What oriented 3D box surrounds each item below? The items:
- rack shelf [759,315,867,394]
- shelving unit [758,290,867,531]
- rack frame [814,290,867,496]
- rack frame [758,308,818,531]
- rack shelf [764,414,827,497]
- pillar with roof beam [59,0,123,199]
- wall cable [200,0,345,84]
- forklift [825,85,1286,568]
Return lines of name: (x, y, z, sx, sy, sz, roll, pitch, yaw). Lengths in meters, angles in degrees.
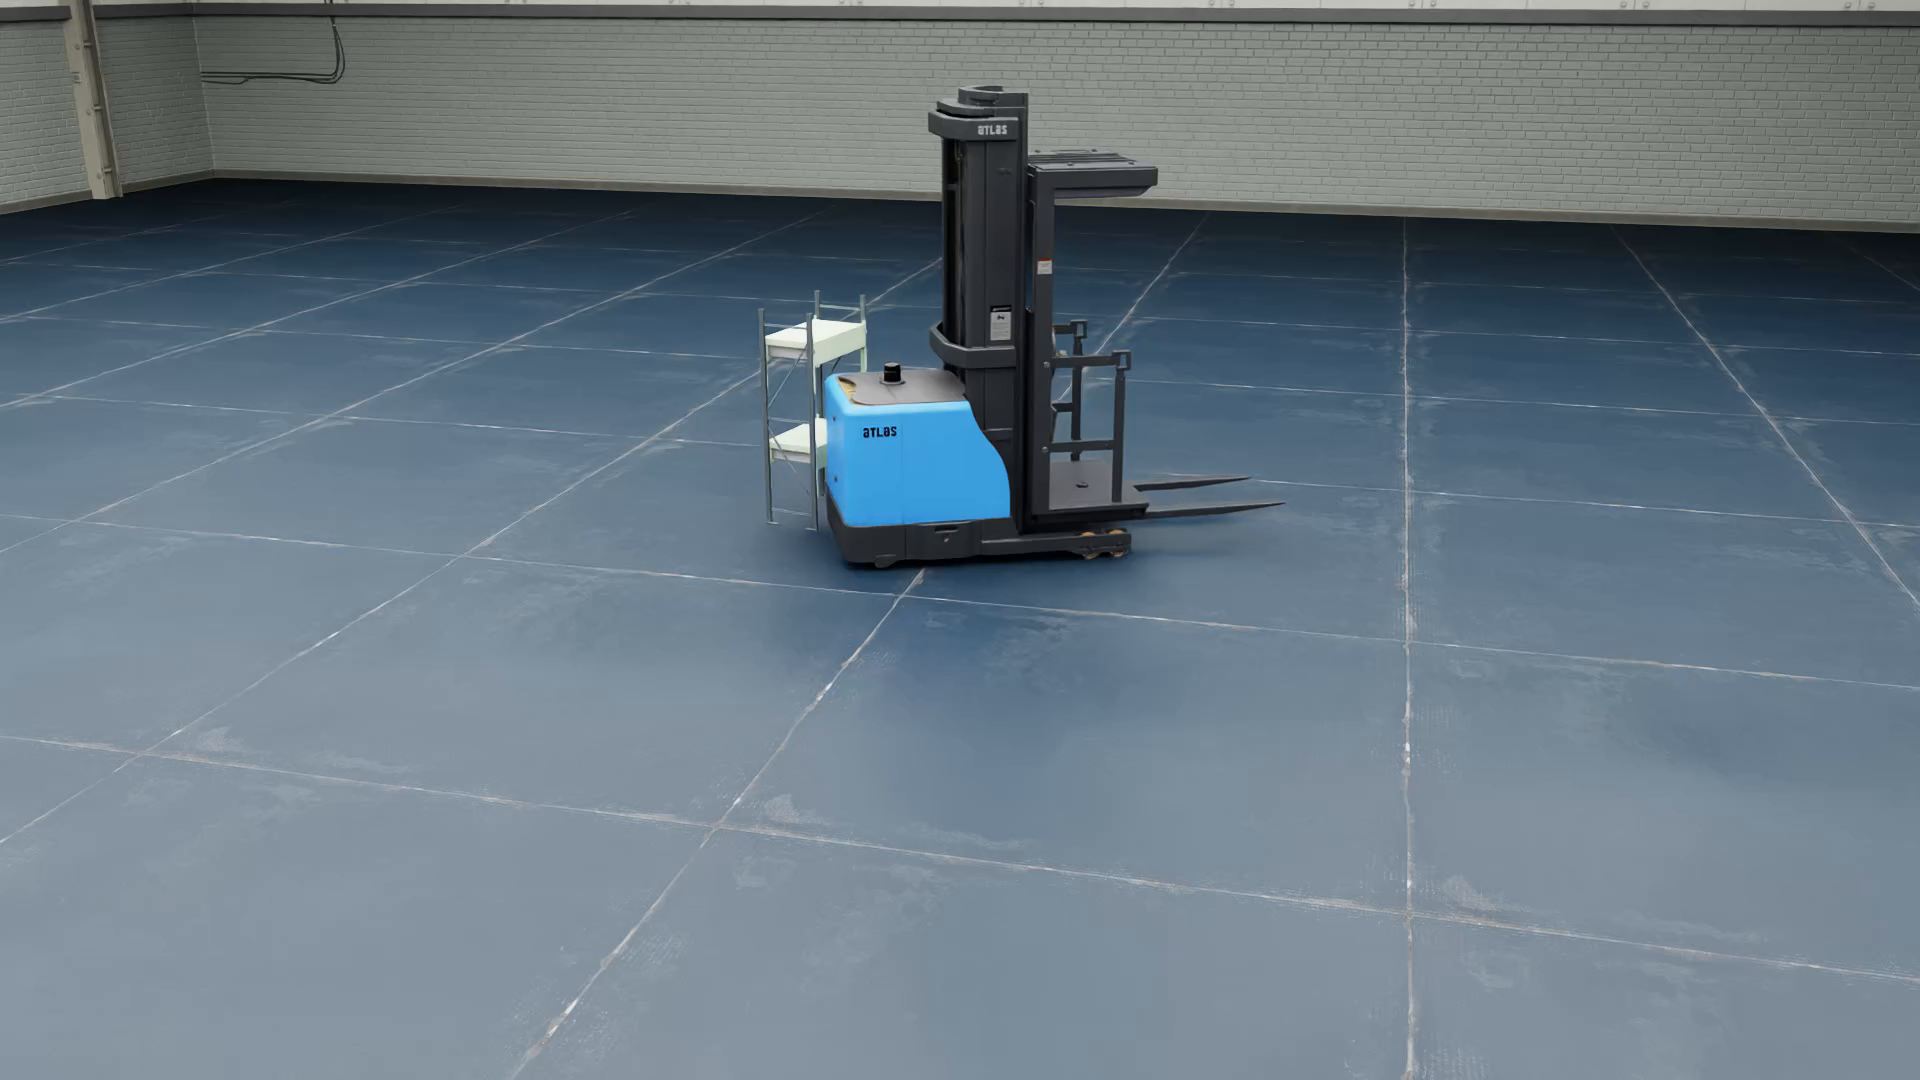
rack shelf: (-0.996, -1.276, 11.397, 0.431, 0.370, 0.720, 9, 21, 24)
shelving unit: (-0.996, -0.907, 11.523, 0.431, 1.500, 0.755, 9, 21, 24)
rack frame: (-0.837, -1.014, 11.835, 0.400, 1.500, 0.023, 9, 21, 24)
rack frame: (-1.155, -0.801, 11.211, 0.400, 1.500, 0.023, 9, 21, 24)
rack shelf: (-0.996, -0.599, 11.629, 0.431, 0.370, 0.720, 9, 21, 24)
pillar with roof beam: (-10.276, -9.724, 25.735, 9.100, 9.000, 0.400, 5, 19, 13)
wall cable: (-12.449, -9.414, 29.630, 3.097, 2.526, 0.112, 5, 19, 13)
forklift: (0.655, -1.433, 10.849, 3.031, 2.935, 1.130, -4, 19, -11)
